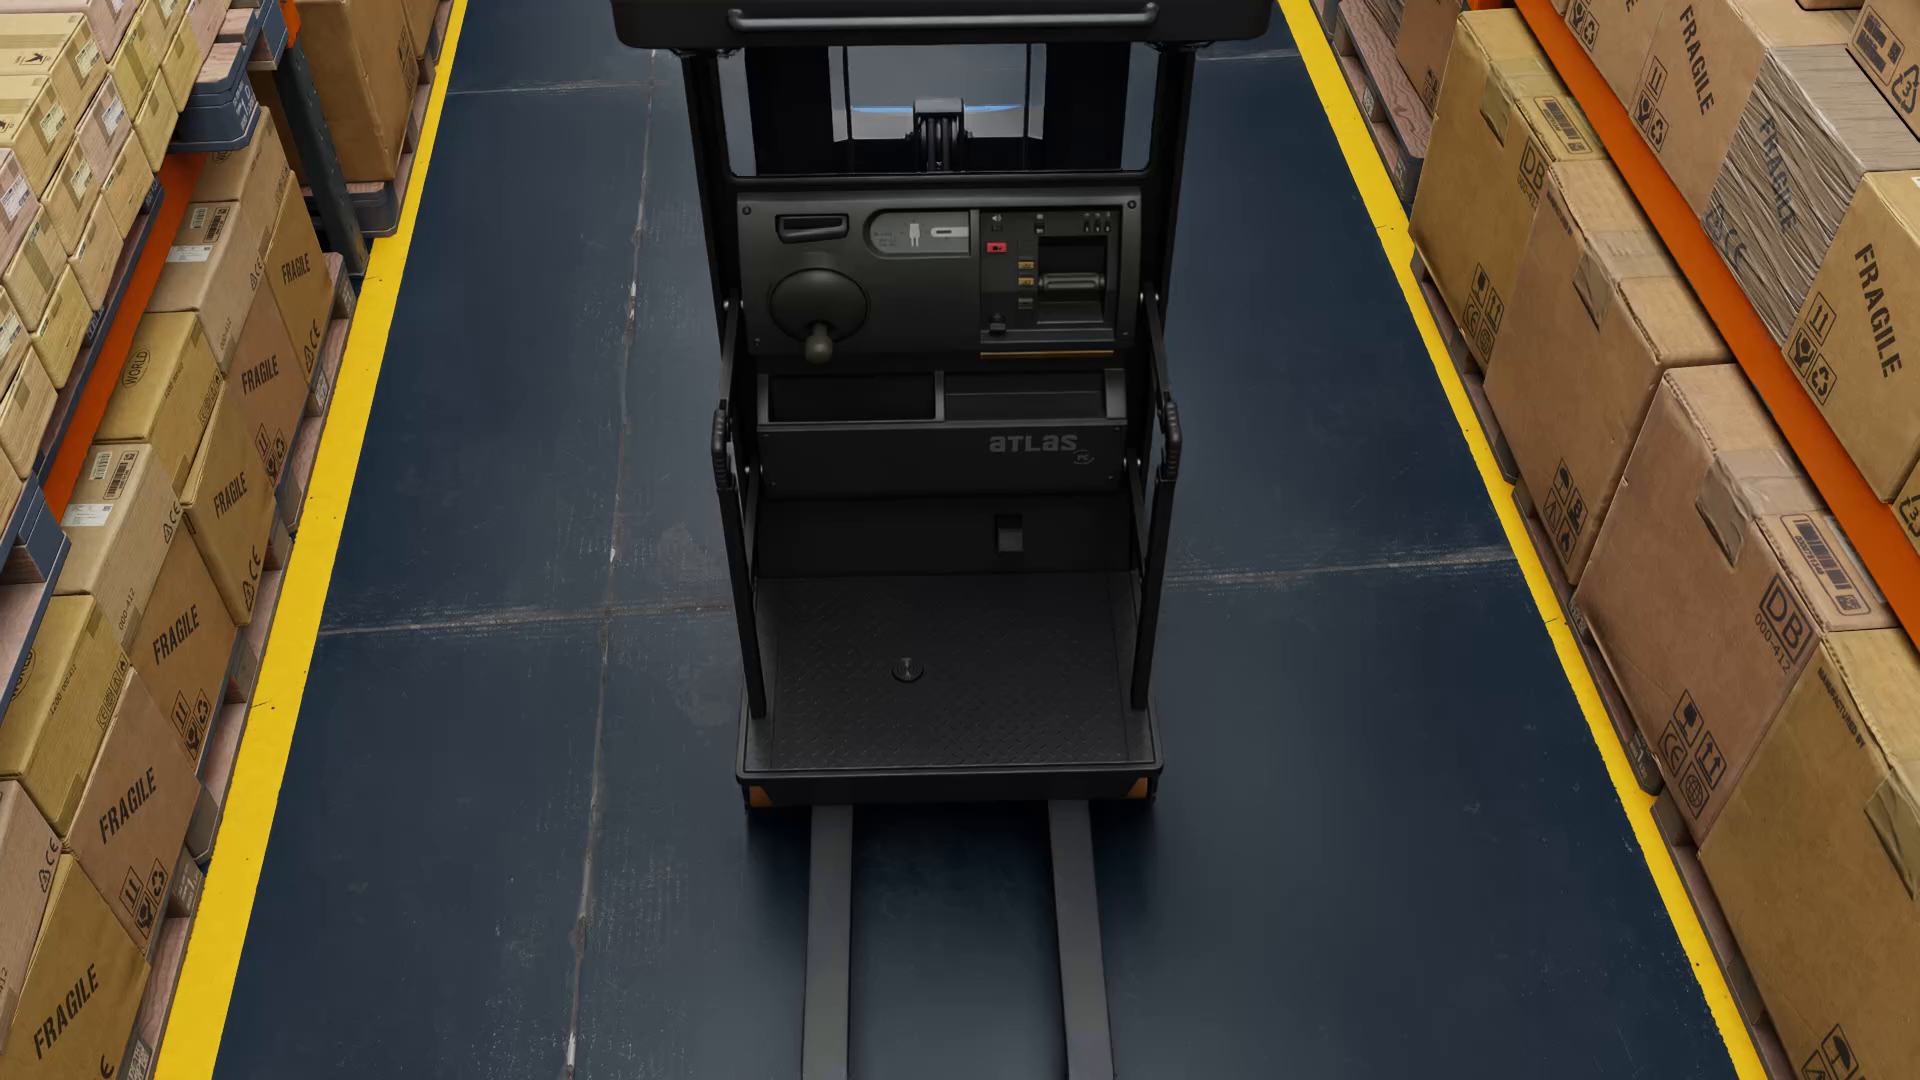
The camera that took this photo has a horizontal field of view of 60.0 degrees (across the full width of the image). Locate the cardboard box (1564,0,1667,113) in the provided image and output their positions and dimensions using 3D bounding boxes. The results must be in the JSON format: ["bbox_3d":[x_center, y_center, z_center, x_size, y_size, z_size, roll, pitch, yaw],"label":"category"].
[{"bbox_3d":[2.054,-1.538,4.572,0.500,0.500,0.500,-5,47,-4],"label":"cardboard box"}]

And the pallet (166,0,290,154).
[{"bbox_3d":[-2.546,-1.442,4.682,1.213,0.211,1.003,-3,47,-3],"label":"pallet"}]

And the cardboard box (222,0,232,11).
[{"bbox_3d":[-2.194,-1.566,4.551,0.380,0.149,0.250,-4,47,-3],"label":"cardboard box"}]

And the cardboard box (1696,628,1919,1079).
[{"bbox_3d":[2.500,0.773,3.626,1.225,0.875,0.875,-3,47,-3],"label":"cardboard box"}]

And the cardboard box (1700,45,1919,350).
[{"bbox_3d":[2.140,-0.806,3.879,0.500,0.500,0.500,-3,47,-3],"label":"cardboard box"}]

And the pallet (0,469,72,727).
[{"bbox_3d":[-2.296,0.381,2.955,1.003,0.211,1.213,-3,47,-3],"label":"pallet"}]

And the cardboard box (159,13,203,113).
[{"bbox_3d":[-2.155,-1.199,4.204,0.380,0.149,0.250,-4,47,-4],"label":"cardboard box"}]

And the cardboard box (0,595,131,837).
[{"bbox_3d":[-2.223,0.399,3.722,0.500,0.250,0.500,-2,47,-2],"label":"cardboard box"}]

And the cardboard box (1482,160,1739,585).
[{"bbox_3d":[2.343,-0.513,4.844,1.225,0.875,0.875,-3,47,-3],"label":"cardboard box"}]

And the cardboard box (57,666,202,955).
[{"bbox_3d":[-2.221,0.659,3.992,0.500,0.500,0.500,-2,47,-1],"label":"cardboard box"}]

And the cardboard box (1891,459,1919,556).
[{"bbox_3d":[2.228,-0.066,3.177,0.500,0.500,0.500,-2,47,-2],"label":"cardboard box"}]

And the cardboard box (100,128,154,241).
[{"bbox_3d":[-2.111,-0.818,3.842,0.380,0.149,0.250,-2,47,-2],"label":"cardboard box"}]

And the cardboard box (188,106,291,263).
[{"bbox_3d":[-2.394,-1.081,5.123,0.500,0.250,0.500,-4,47,-4],"label":"cardboard box"}]

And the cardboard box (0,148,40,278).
[{"bbox_3d":[-2.061,-0.634,3.258,0.380,0.149,0.250,-2,47,-2],"label":"cardboard box"}]

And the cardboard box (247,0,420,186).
[{"bbox_3d":[-2.673,-1.834,6.181,1.050,0.750,0.750,-4,47,-4],"label":"cardboard box"}]

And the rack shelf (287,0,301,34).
[{"bbox_3d":[-2.880,-3.216,6.726,1.077,0.370,4.000,-3,47,-3],"label":"rack shelf"}]

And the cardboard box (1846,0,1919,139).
[{"bbox_3d":[2.398,-1.138,3.502,0.797,0.503,0.637,-2,47,-2],"label":"cardboard box"}]

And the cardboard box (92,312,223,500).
[{"bbox_3d":[-2.314,-0.347,4.429,0.500,0.250,0.500,-2,47,-2],"label":"cardboard box"}]

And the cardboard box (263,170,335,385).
[{"bbox_3d":[-2.397,-0.841,5.413,0.500,0.500,0.500,-4,47,-3],"label":"cardboard box"}]

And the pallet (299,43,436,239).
[{"bbox_3d":[-2.703,-1.633,6.651,1.003,0.211,1.213,-3,47,-3],"label":"pallet"}]

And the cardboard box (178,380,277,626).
[{"bbox_3d":[-2.296,-0.084,4.696,0.500,0.500,0.500,-5,47,-5],"label":"cardboard box"}]

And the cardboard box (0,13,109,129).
[{"bbox_3d":[-2.108,-1.017,3.621,0.380,0.149,0.250,-1,47,-1],"label":"cardboard box"}]

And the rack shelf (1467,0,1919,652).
[{"bbox_3d":[2.406,-0.551,4.201,1.077,0.370,4.000,-3,47,-3],"label":"rack shelf"}]

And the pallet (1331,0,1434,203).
[{"bbox_3d":[2.175,-1.852,6.858,1.003,0.211,1.213,-3,47,-3],"label":"pallet"}]

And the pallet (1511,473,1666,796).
[{"bbox_3d":[2.329,0.169,4.944,1.003,0.211,1.213,-3,47,-3],"label":"pallet"}]

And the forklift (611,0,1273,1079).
[{"bbox_3d":[-0.038,-0.518,3.721,1.130,2.935,3.031,-1,47,-1],"label":"forklift"}]

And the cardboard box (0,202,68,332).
[{"bbox_3d":[-2.067,-0.545,3.379,0.380,0.149,0.250,-4,47,-4],"label":"cardboard box"}]

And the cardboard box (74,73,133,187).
[{"bbox_3d":[-2.107,-0.914,3.729,0.380,0.149,0.250,-2,47,-2],"label":"cardboard box"}]

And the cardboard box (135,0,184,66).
[{"bbox_3d":[-2.148,-1.283,4.078,0.380,0.149,0.250,-3,47,-3],"label":"cardboard box"}]

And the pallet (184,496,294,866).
[{"bbox_3d":[-2.549,0.388,4.737,1.003,0.211,1.213,-3,47,-3],"label":"pallet"}]

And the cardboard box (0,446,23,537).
[{"bbox_3d":[-2.018,-0.057,3.122,0.380,0.149,0.250,-3,47,-3],"label":"cardboard box"}]

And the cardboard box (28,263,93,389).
[{"bbox_3d":[-2.067,-0.438,3.483,0.380,0.149,0.250,-4,47,-4],"label":"cardboard box"}]

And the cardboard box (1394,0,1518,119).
[{"bbox_3d":[2.163,-2.020,6.516,0.700,0.500,0.500,-6,47,-5],"label":"cardboard box"}]

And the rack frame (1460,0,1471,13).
[{"bbox_3d":[2.239,-2.245,5.310,1.000,3.000,0.127,-3,47,-3],"label":"rack frame"}]

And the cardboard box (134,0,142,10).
[{"bbox_3d":[-2.148,-1.388,3.973,0.380,0.149,0.250,-2,47,-2],"label":"cardboard box"}]
